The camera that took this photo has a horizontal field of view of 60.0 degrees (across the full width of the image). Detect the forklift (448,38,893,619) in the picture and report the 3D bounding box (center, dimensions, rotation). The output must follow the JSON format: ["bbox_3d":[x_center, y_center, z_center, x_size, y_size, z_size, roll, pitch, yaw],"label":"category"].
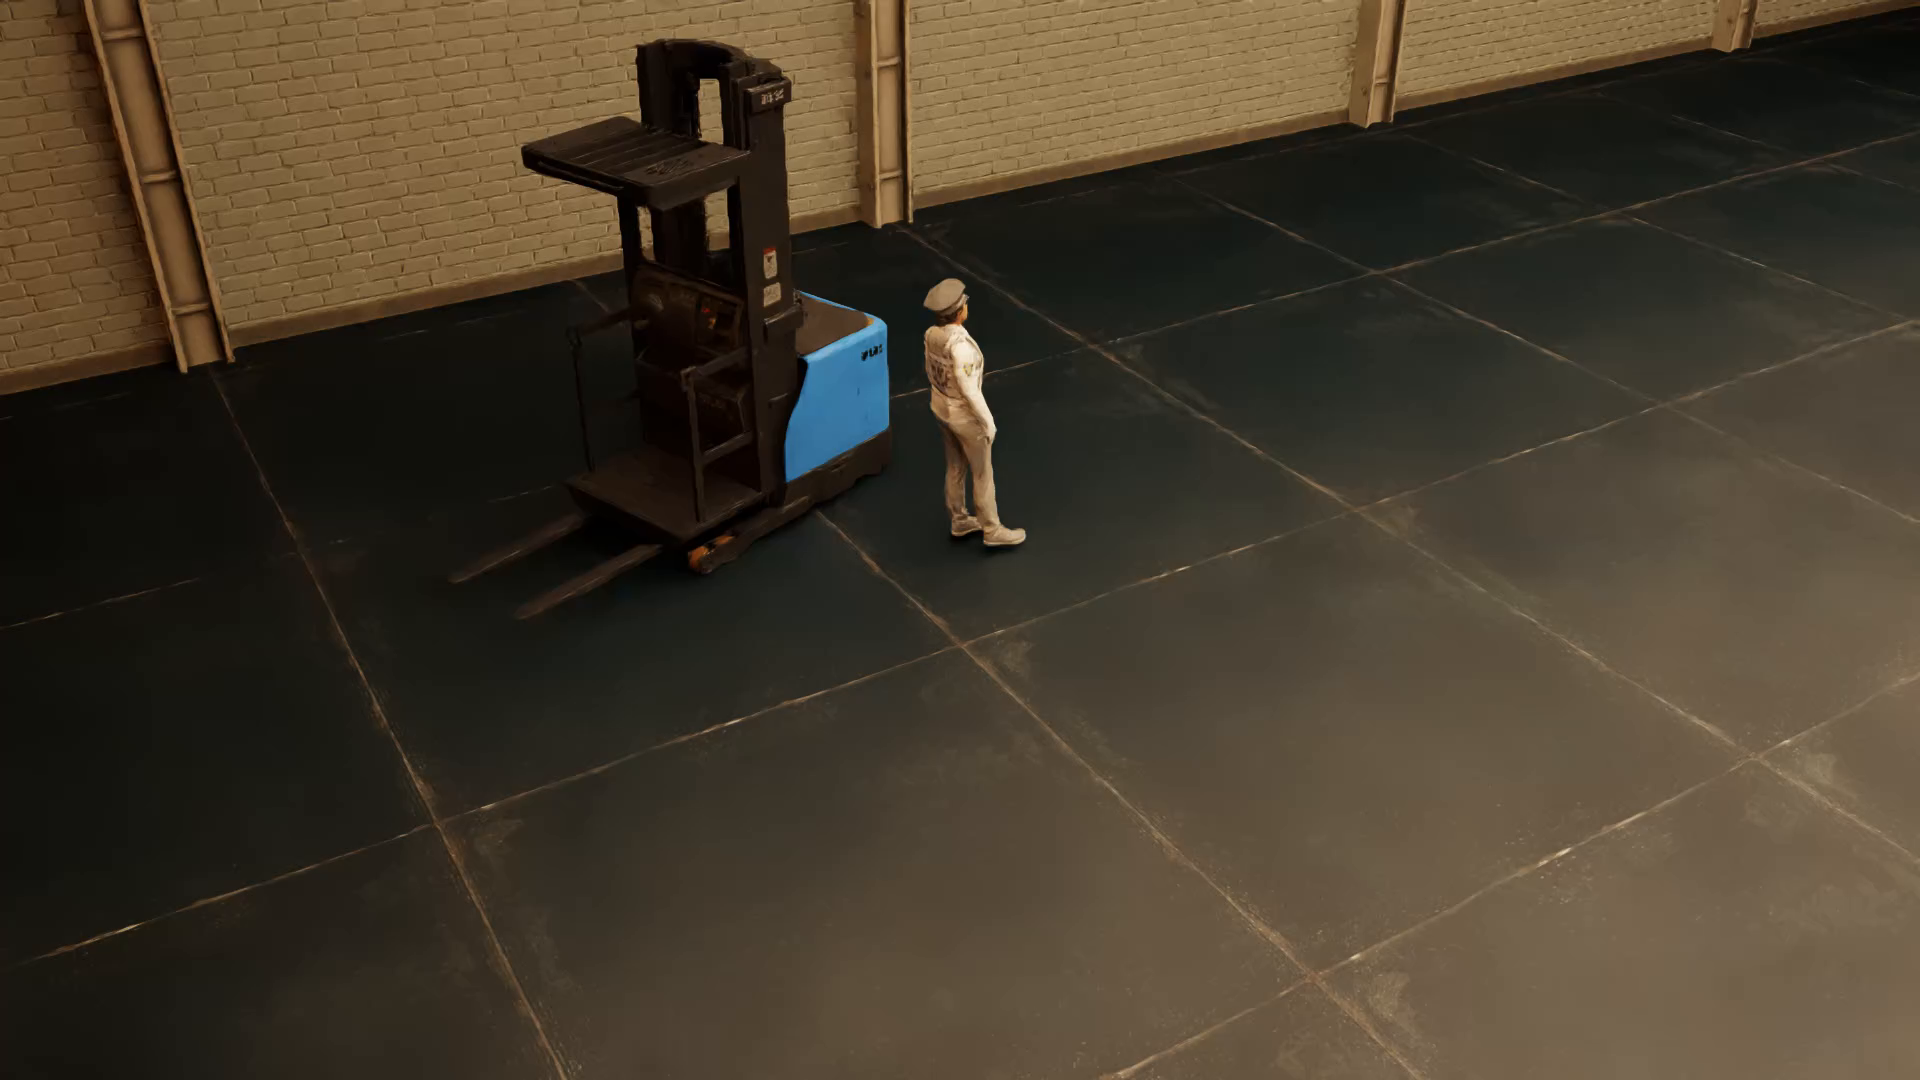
[{"bbox_3d":[-1.775,-1.336,9.877,1.130,2.935,3.031,23,38,33],"label":"forklift"}]

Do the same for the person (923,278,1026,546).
[{"bbox_3d":[0.061,-0.782,10.065,0.534,1.695,0.586,-17,35,-26],"label":"person"}]
